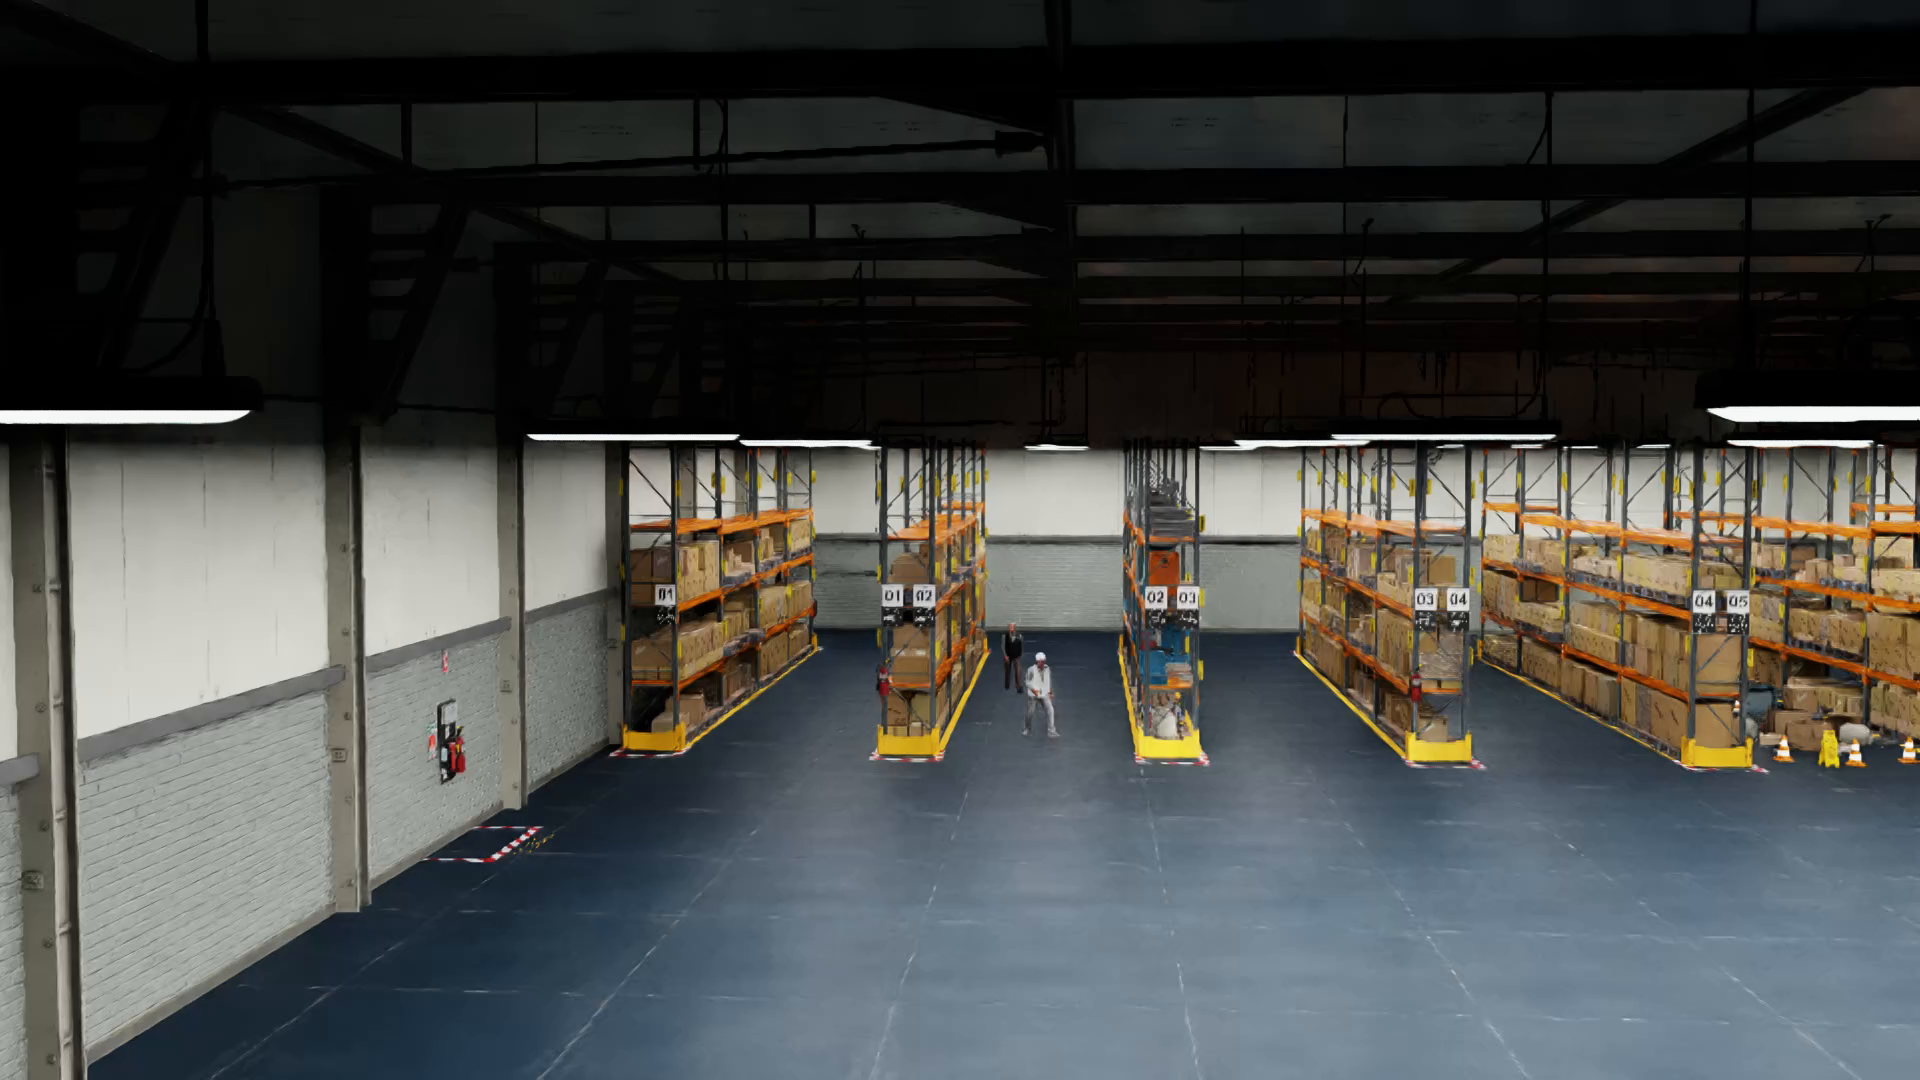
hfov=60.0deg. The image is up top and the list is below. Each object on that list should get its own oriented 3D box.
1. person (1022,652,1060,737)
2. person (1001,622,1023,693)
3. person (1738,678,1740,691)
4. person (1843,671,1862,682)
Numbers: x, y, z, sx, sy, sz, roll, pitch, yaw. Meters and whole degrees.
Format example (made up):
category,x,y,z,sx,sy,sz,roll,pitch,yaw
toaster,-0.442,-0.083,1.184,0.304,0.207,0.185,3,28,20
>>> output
category,x,y,z,sx,sy,sz,roll,pitch,yaw
person,1.584,3.076,33.319,0.679,1.713,0.830,-1,3,-14
person,1.235,2.772,39.481,0.538,1.661,1.029,0,3,-4
person,17.930,2.842,38.714,0.532,1.588,0.535,2,3,27
person,22.269,2.681,41.276,0.597,1.638,0.667,2,3,27
